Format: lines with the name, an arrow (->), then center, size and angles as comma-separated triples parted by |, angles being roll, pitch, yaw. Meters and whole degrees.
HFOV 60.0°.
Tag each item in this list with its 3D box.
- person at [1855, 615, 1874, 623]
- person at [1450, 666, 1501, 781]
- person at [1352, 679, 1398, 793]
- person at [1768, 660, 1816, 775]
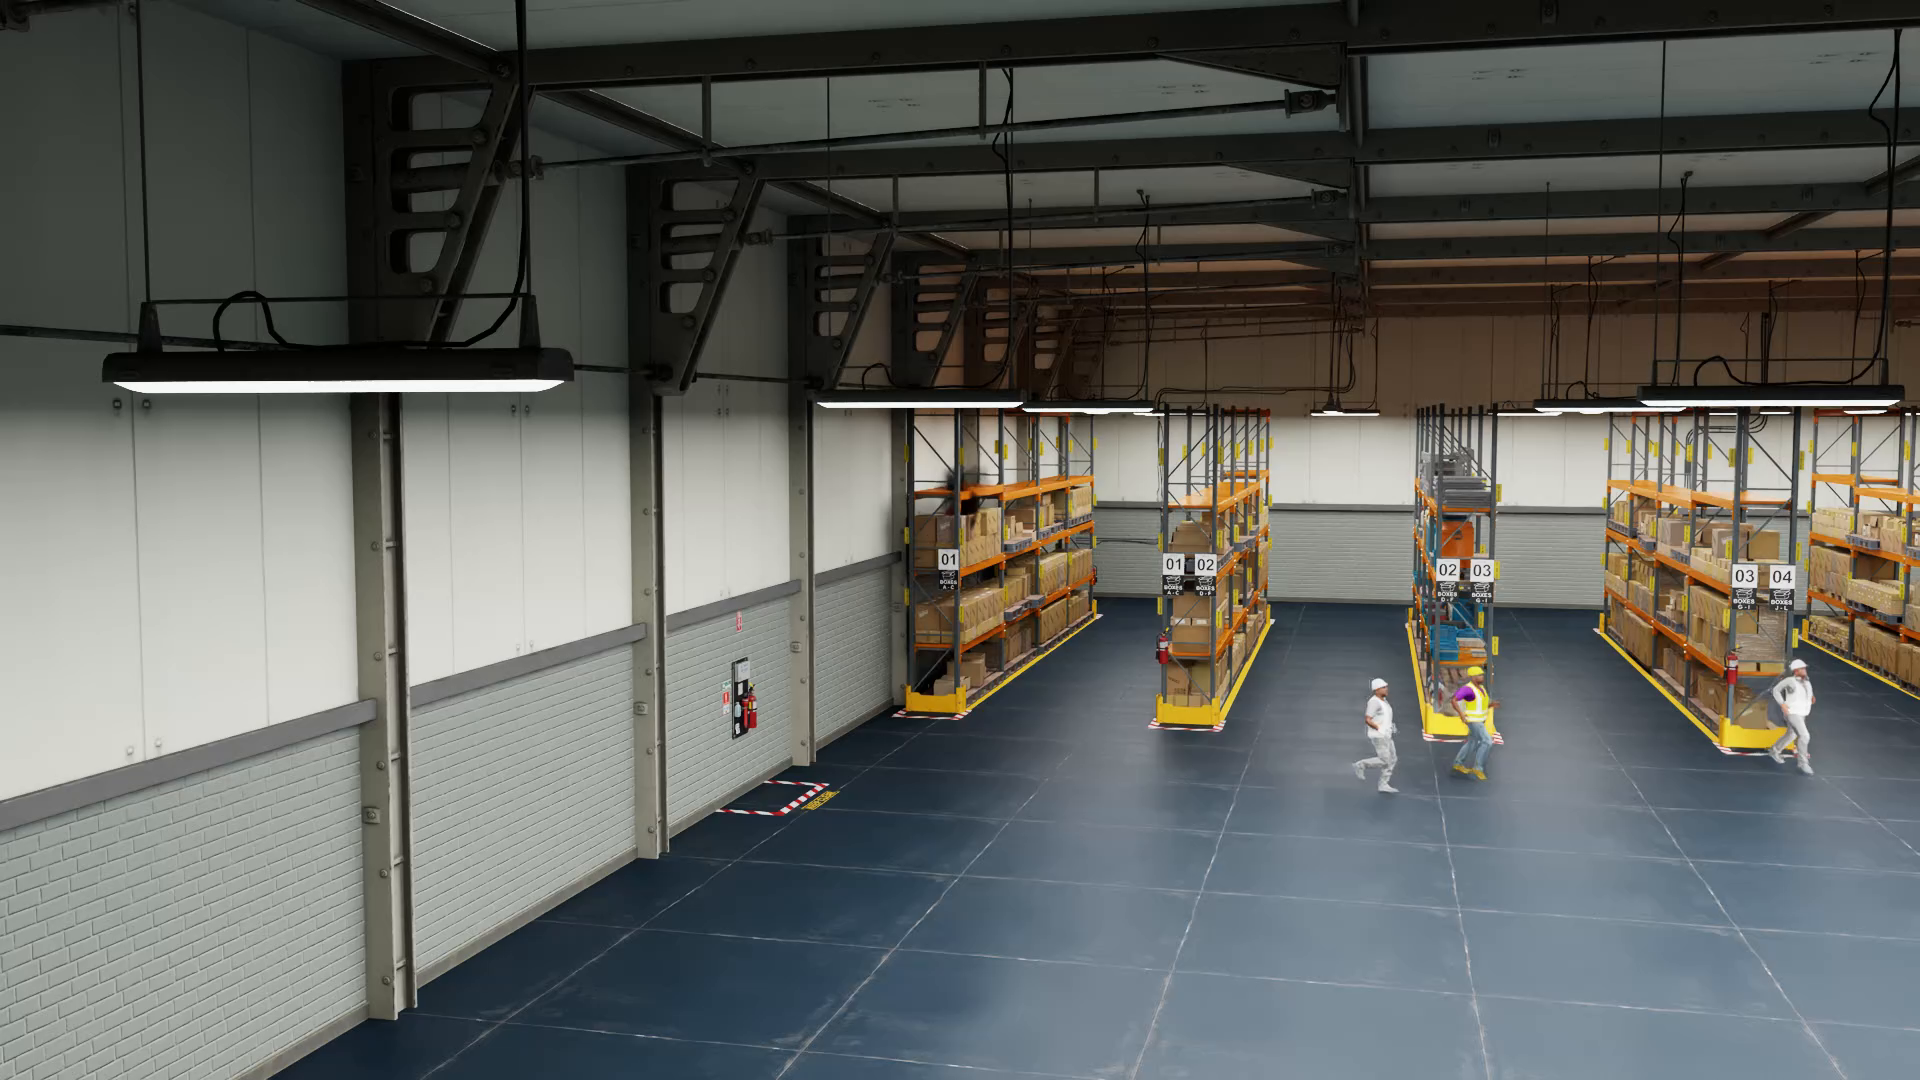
person -> 23.696, 1.744, 43.648 | 0.597, 1.596, 0.513 | -2, 5, -29
person -> 8.211, 2.918, 26.467 | 0.751, 1.823, 0.669 | 3, 5, 35
person -> 6.410, 2.996, 25.564 | 0.689, 1.743, 0.683 | 2, 5, 29
person -> 13.650, 2.847, 27.177 | 0.649, 1.807, 0.856 | -3, 5, -34
